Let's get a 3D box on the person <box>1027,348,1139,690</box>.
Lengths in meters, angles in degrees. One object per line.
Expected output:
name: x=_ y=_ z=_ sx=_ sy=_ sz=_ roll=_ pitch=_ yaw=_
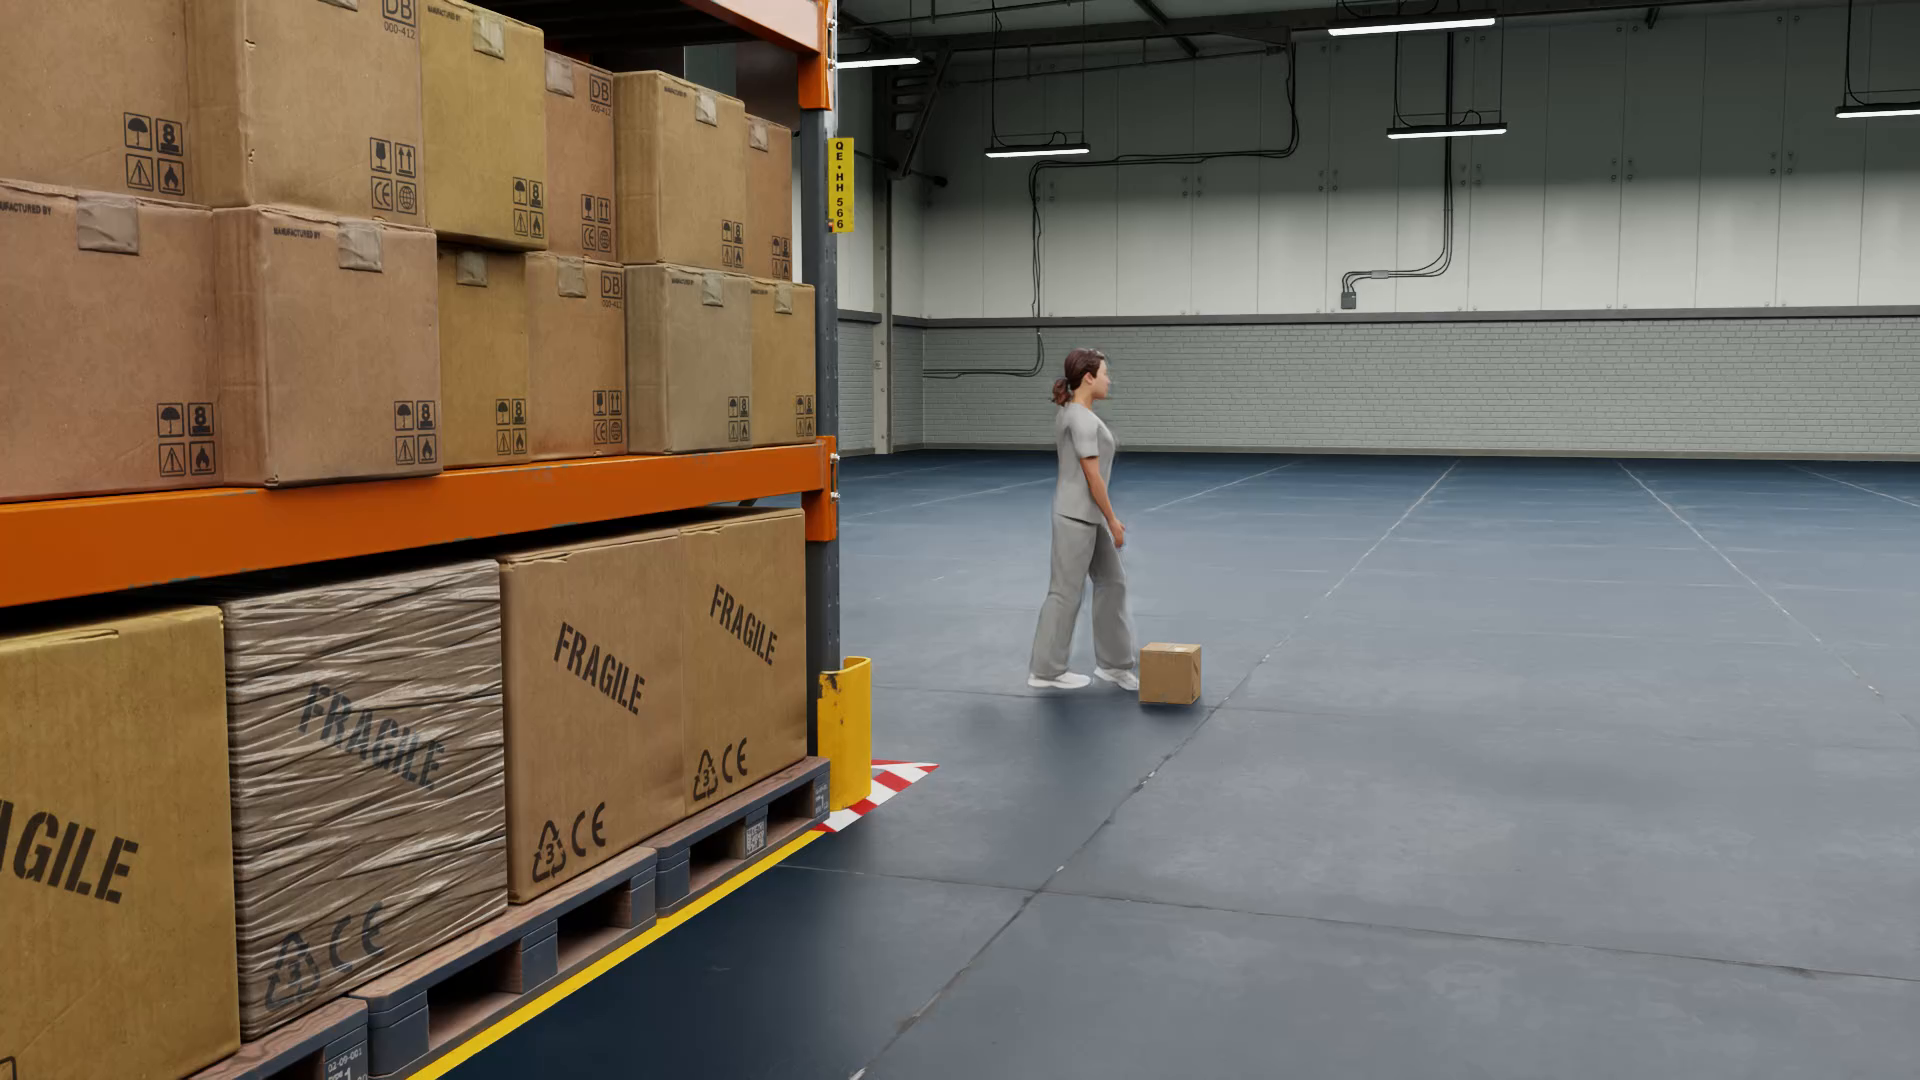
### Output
person: x=0.632 y=-0.067 z=8.049 sx=0.609 sy=1.710 sz=0.496 roll=0 pitch=5 yaw=3
